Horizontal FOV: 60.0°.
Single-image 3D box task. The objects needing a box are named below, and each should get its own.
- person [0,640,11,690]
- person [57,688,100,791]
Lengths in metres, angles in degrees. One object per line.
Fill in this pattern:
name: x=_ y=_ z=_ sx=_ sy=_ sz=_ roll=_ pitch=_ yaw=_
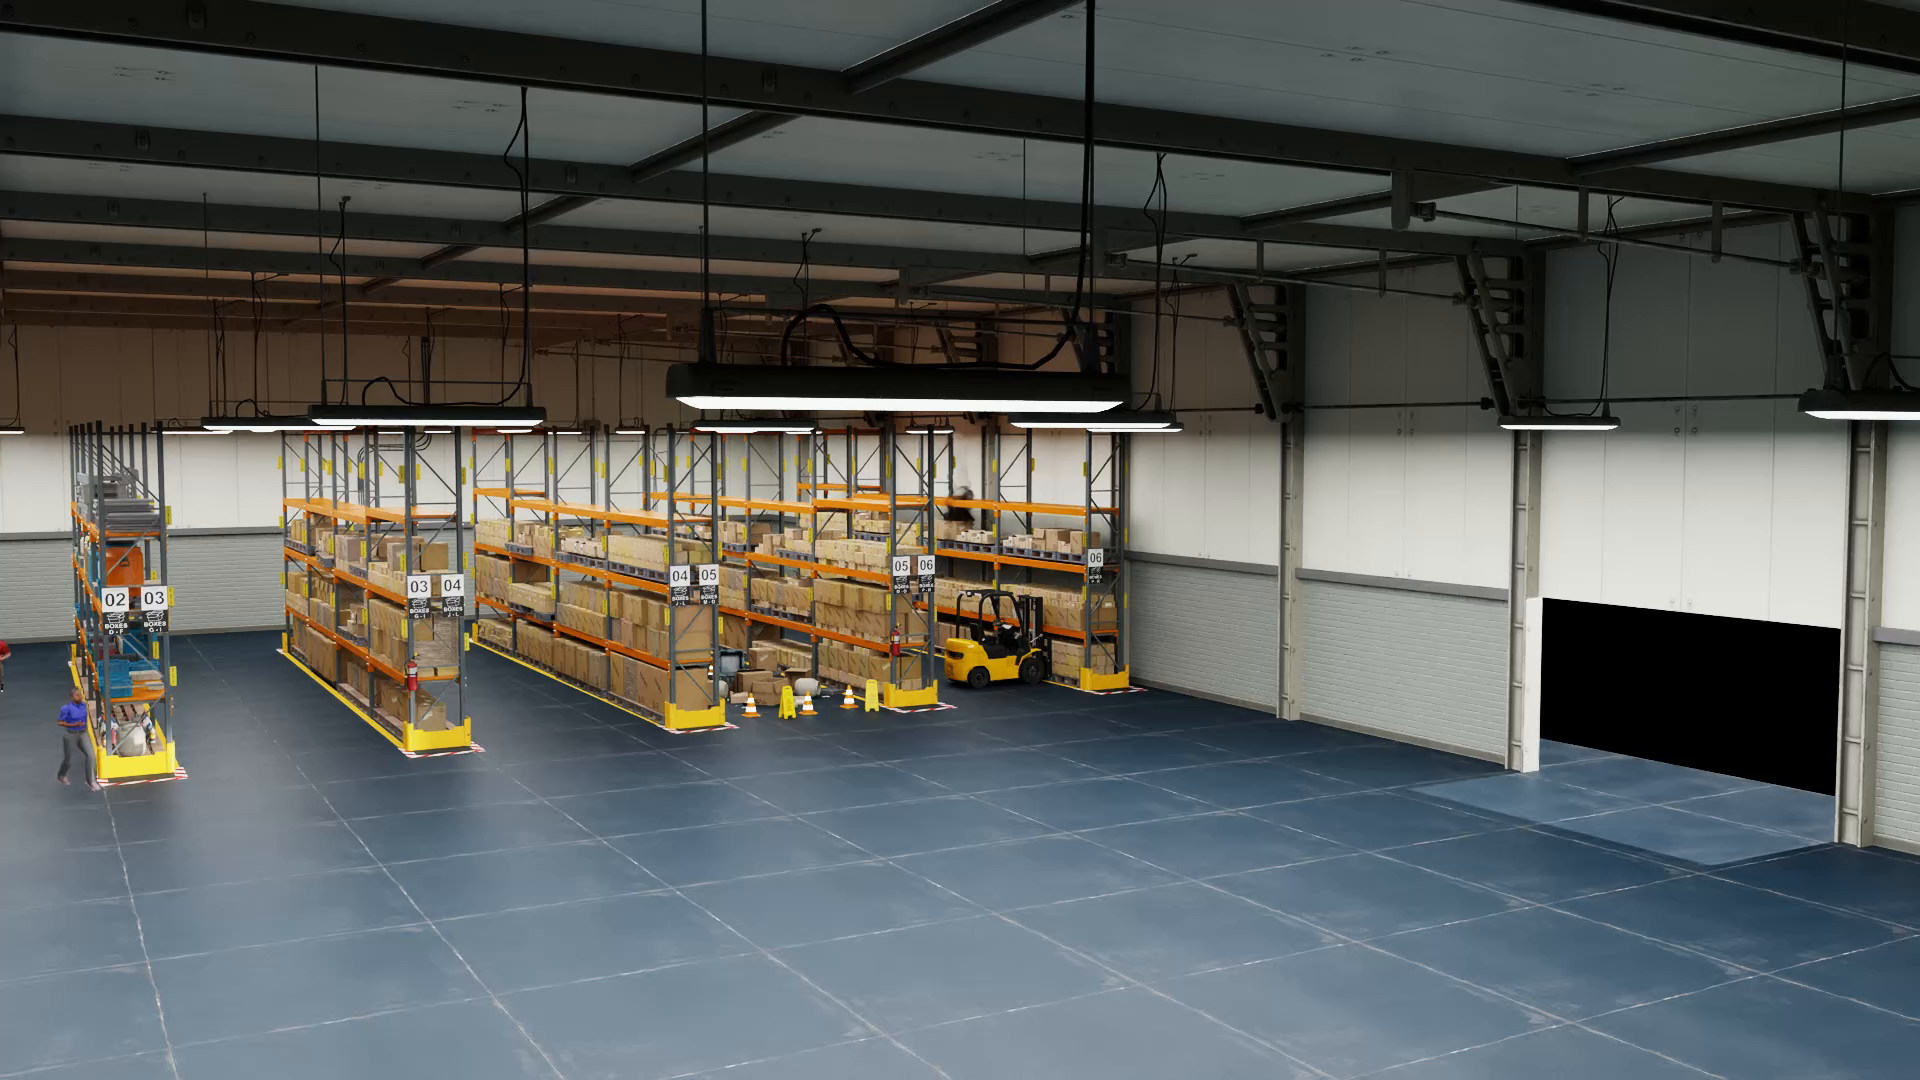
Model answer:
person: x=-20.168 y=2.727 z=34.667 sx=0.686 sy=1.753 sz=1.026 roll=-2 pitch=4 yaw=-31
person: x=-14.384 y=3.237 z=27.018 sx=0.875 sy=1.687 sz=0.603 roll=2 pitch=4 yaw=32
